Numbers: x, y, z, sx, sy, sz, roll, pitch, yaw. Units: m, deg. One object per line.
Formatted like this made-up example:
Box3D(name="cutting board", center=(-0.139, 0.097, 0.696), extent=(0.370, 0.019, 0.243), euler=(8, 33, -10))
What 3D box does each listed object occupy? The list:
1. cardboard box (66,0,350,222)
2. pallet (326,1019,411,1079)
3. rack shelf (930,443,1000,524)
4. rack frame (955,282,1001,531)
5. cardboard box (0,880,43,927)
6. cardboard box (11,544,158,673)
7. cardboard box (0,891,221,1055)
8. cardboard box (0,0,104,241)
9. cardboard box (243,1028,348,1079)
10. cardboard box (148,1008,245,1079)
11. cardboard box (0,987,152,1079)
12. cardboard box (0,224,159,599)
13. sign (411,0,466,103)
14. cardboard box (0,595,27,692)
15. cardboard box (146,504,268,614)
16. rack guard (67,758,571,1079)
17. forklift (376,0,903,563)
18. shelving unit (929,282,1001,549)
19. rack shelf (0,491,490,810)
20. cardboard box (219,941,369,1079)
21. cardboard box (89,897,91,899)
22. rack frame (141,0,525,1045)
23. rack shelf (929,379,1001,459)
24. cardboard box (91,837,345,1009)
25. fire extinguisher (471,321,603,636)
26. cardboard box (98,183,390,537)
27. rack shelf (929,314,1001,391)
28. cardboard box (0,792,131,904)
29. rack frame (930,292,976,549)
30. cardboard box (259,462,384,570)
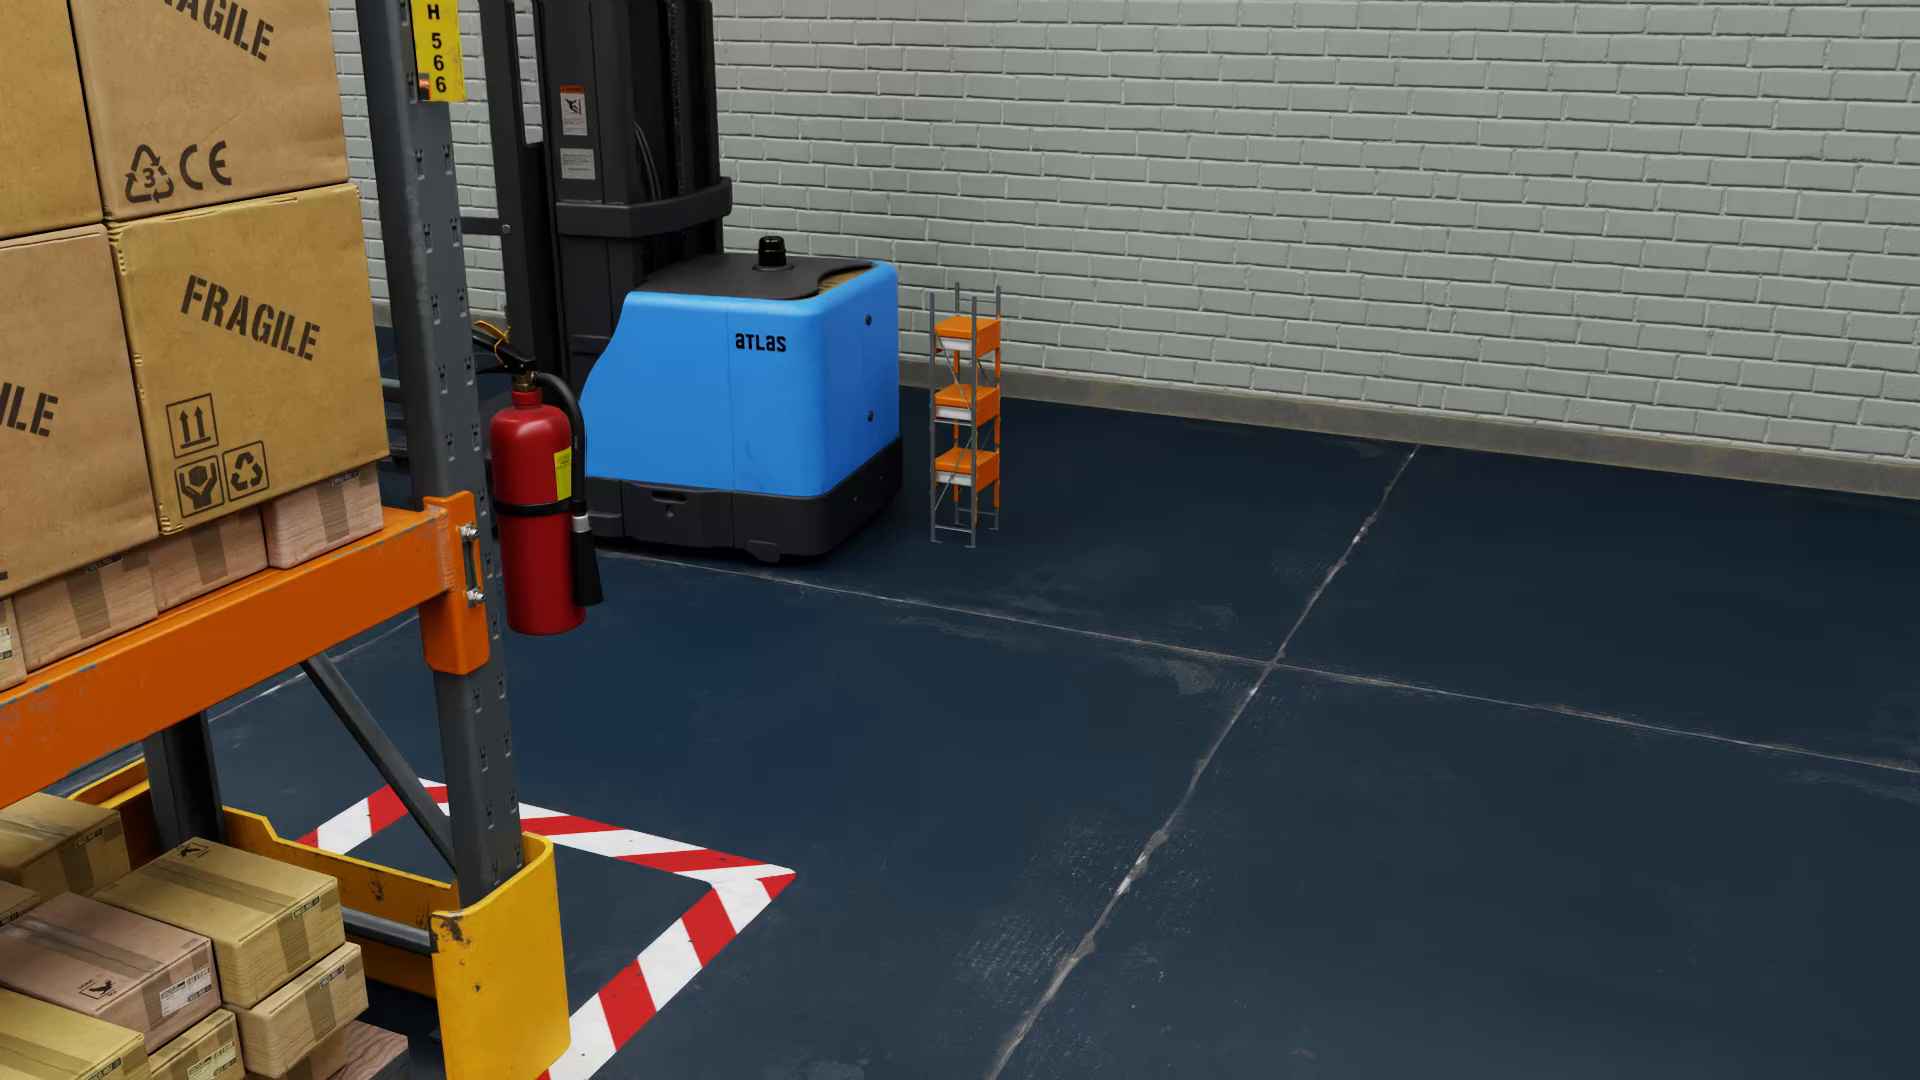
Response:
Box3D(name="cardboard box", center=(-1.393, -0.819, 2.711), extent=(0.500, 0.500, 0.500), euler=(8, 21, 22))
Box3D(name="pallet", center=(-1.829, 1.246, 3.151), extent=(1.003, 0.211, 1.213), euler=(9, 21, 23))
Box3D(name="rack shelf", center=(0.022, -0.239, 6.936), extent=(0.215, 0.259, 0.240), euler=(9, 21, 23))
Box3D(name="rack frame", center=(0.072, -0.548, 6.944), extent=(0.200, 1.050, 0.008), euler=(9, 21, 23))
Box3D(name="cardboard box", center=(-1.960, 0.744, 3.139), extent=(0.380, 0.149, 0.250), euler=(9, 21, 24))
Box3D(name="cardboard box", center=(-1.533, 0.071, 2.666), extent=(0.380, 0.149, 0.250), euler=(8, 21, 22))
Box3D(name="cardboard box", center=(-1.574, 0.796, 2.995), extent=(0.380, 0.149, 0.250), euler=(9, 21, 24))
Box3D(name="cardboard box", center=(-1.601, -0.664, 2.275), extent=(0.500, 0.500, 0.500), euler=(8, 21, 21))
Box3D(name="cardboard box", center=(-1.458, 1.000, 3.308), extent=(0.380, 0.149, 0.250), euler=(9, 21, 24))
Box3D(name="cardboard box", center=(-1.545, 0.943, 3.024), extent=(0.380, 0.149, 0.250), euler=(8, 21, 21))
Box3D(name="cardboard box", center=(-1.564, 0.892, 2.723), extent=(0.380, 0.149, 0.250), euler=(8, 21, 21))
Box3D(name="cardboard box", center=(-1.598, -0.193, 2.441), extent=(0.500, 0.500, 0.500), euler=(8, 21, 22))
Box3D(name="sign", center=(-0.935, -0.947, 2.956), extent=(0.100, 0.325, 0.005), euler=(9, 21, 23))
Box3D(name="cardboard box", center=(-1.617, 0.153, 2.438), extent=(0.380, 0.149, 0.250), euler=(9, 22, 24))
Box3D(name="cardboard box", center=(-1.445, -0.007, 2.888), extent=(0.380, 0.149, 0.250), euler=(9, 21, 23))
Box3D(name="rack guard", center=(-1.464, 0.866, 3.788), extent=(1.175, 0.500, 0.348), euler=(9, 21, 23))
Box3D(name="forklift", center=(-1.828, -1.561, 6.985), extent=(3.031, 2.935, 1.130), euler=(6, 20, 17))
Box3D(name="shelving unit", center=(0.022, -0.511, 6.839), extent=(0.215, 1.050, 0.252), euler=(9, 21, 23))
Box3D(name="rack shelf", center=(-2.252, 0.615, 1.835), extent=(1.077, 0.370, 4.000), euler=(9, 21, 23))
Box3D(name="cardboard box", center=(-1.389, 0.871, 3.228), extent=(0.380, 0.149, 0.250), euler=(8, 21, 21))
Box3D(name="cardboard box", center=(-1.882, 0.795, 3.440), extent=(0.380, 0.149, 0.250), euler=(10, 22, 25))
Box3D(name="rack frame", center=(-1.433, -0.335, 3.434), extent=(1.000, 3.000, 0.127), euler=(9, 21, 23))
Box3D(name="rack shelf", center=(0.022, -0.501, 6.842), extent=(0.215, 0.259, 0.240), euler=(9, 21, 23))
Box3D(name="cardboard box", center=(-1.418, 0.727, 3.189), extent=(0.380, 0.149, 0.250), euler=(9, 21, 23))
Box3D(name="fire extinguisher", center=(-0.909, -0.136, 3.548), extent=(0.296, 0.674, 0.183), euler=(9, 21, 23))
Box3D(name="cardboard box", center=(-1.382, -0.350, 2.882), extent=(0.500, 0.500, 0.500), euler=(9, 21, 24))
Box3D(name="rack shelf", center=(0.022, -0.768, 6.747), extent=(0.215, 0.259, 0.240), euler=(9, 21, 23))
Box3D(name="cardboard box", center=(-1.957, 0.644, 3.422), extent=(0.380, 0.149, 0.250), euler=(8, 21, 20))
Box3D(name="rack frame", center=(-0.028, -0.474, 6.734), extent=(0.200, 1.050, 0.008), euler=(9, 21, 23))
Box3D(name="cardboard box", center=(-1.308, -0.078, 3.087), extent=(0.380, 0.149, 0.250), euler=(9, 21, 23))
